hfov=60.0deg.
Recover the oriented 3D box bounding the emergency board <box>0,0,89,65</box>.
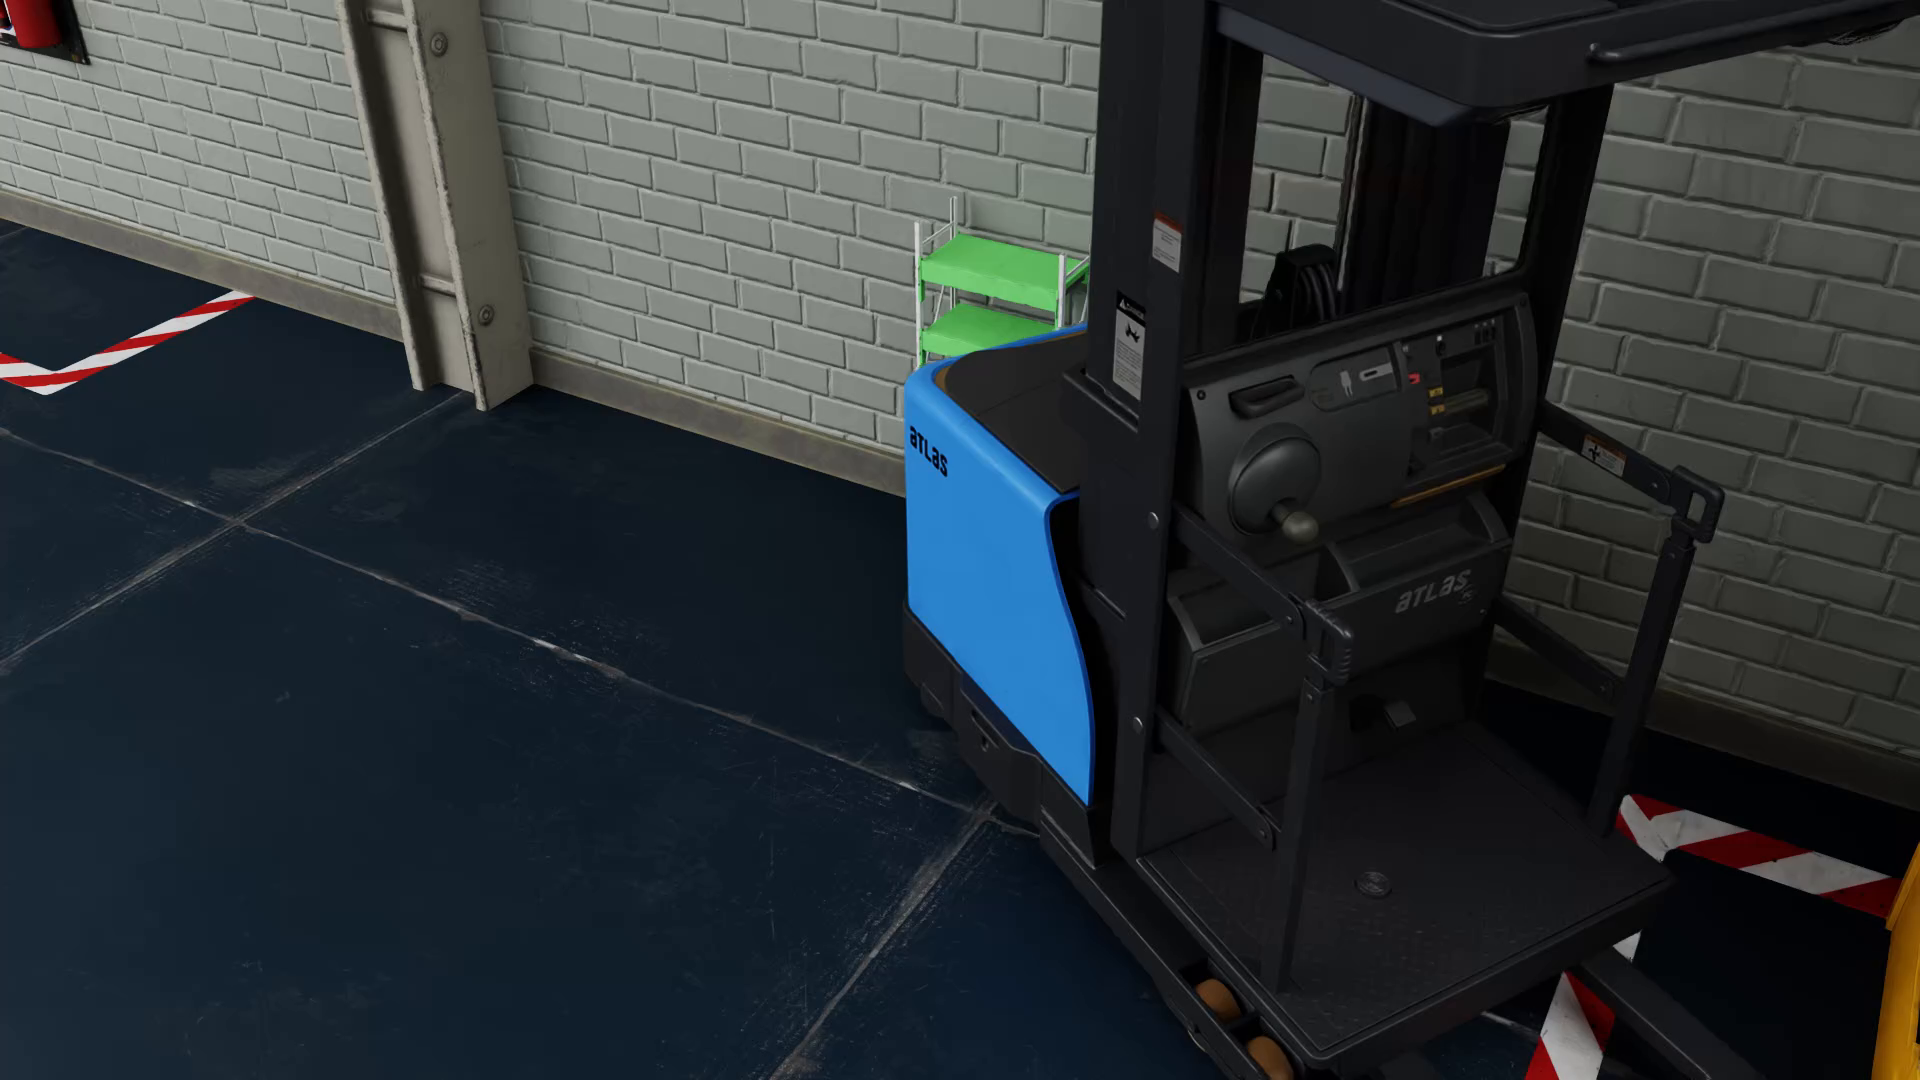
[{"bbox_3d":[-4.075,-2.577,6.914,0.643,1.169,0.194,18,37,24],"label":"emergency board"}]

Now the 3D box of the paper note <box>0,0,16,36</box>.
[{"bbox_3d":[-4.194,-2.292,7.281,0.142,0.148,0.016,18,37,24],"label":"paper note"}]

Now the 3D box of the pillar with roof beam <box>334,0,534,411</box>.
[{"bbox_3d":[-4.084,-2.304,1.092,0.400,9.000,9.100,18,37,24],"label":"pillar with roof beam"}]

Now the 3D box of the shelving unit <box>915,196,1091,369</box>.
[{"bbox_3d":[0.141,-0.450,5.343,0.503,1.200,0.258,17,37,24],"label":"shelving unit"}]

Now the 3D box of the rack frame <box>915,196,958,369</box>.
[{"bbox_3d":[-0.072,-0.516,5.442,0.015,1.200,0.240,17,37,24],"label":"rack frame"}]

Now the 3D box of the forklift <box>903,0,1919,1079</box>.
[{"bbox_3d":[0.988,-0.209,3.420,1.130,2.935,3.031,-17,37,-24],"label":"forklift"}]

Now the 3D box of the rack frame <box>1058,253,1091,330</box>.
[{"bbox_3d":[0.354,-0.384,5.244,0.015,1.200,0.240,17,37,24],"label":"rack frame"}]

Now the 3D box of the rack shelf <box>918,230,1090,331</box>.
[{"bbox_3d":[0.141,-0.796,5.112,0.480,0.148,0.258,17,37,24],"label":"rack shelf"}]

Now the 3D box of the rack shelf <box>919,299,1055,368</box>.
[{"bbox_3d":[0.141,-0.596,5.245,0.480,0.148,0.258,17,37,24],"label":"rack shelf"}]

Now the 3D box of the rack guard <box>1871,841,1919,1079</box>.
[{"bbox_3d":[2.290,1.056,3.713,0.348,0.500,1.175,18,37,24],"label":"rack guard"}]
